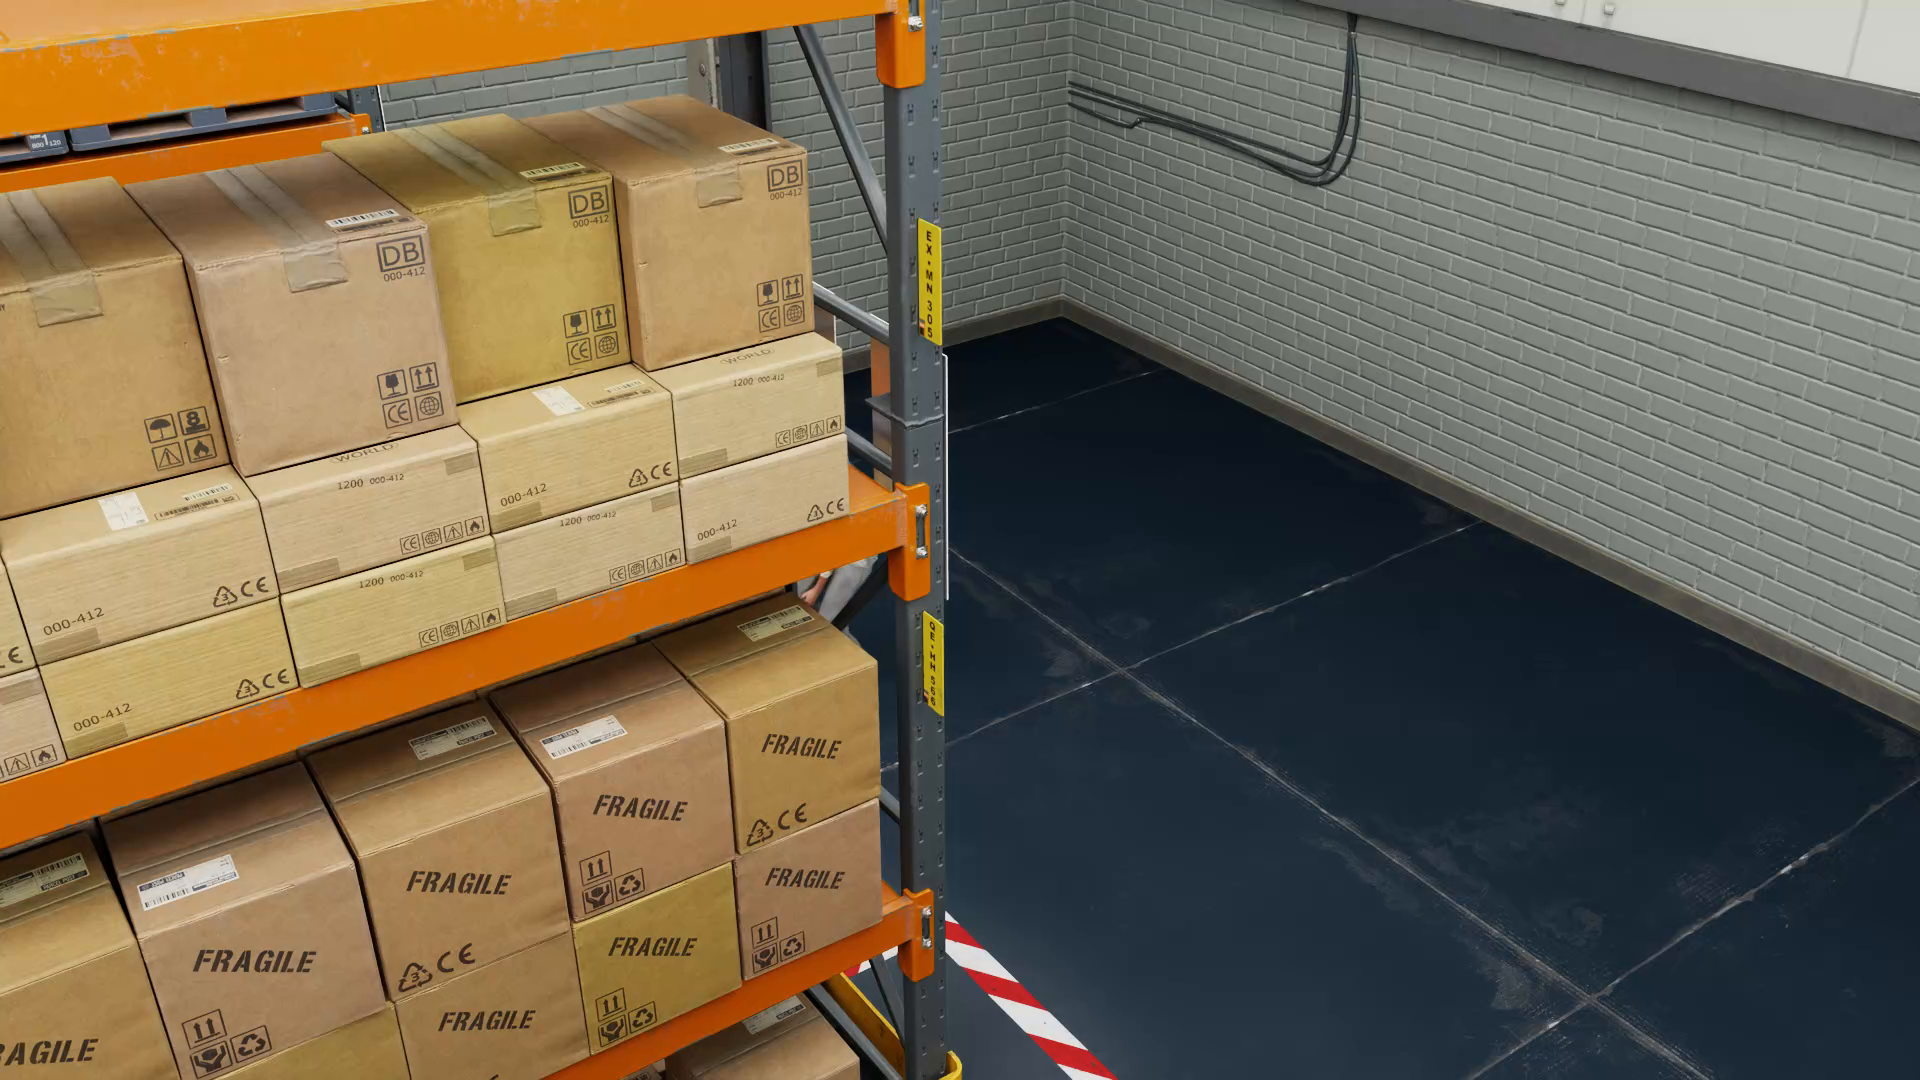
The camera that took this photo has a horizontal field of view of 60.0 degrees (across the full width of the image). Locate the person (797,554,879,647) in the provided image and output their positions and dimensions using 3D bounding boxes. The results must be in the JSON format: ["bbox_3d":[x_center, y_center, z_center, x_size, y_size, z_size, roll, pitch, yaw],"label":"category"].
[{"bbox_3d":[-0.691,0.146,8.626,0.602,1.361,0.460,-19,34,-30],"label":"person"}]
